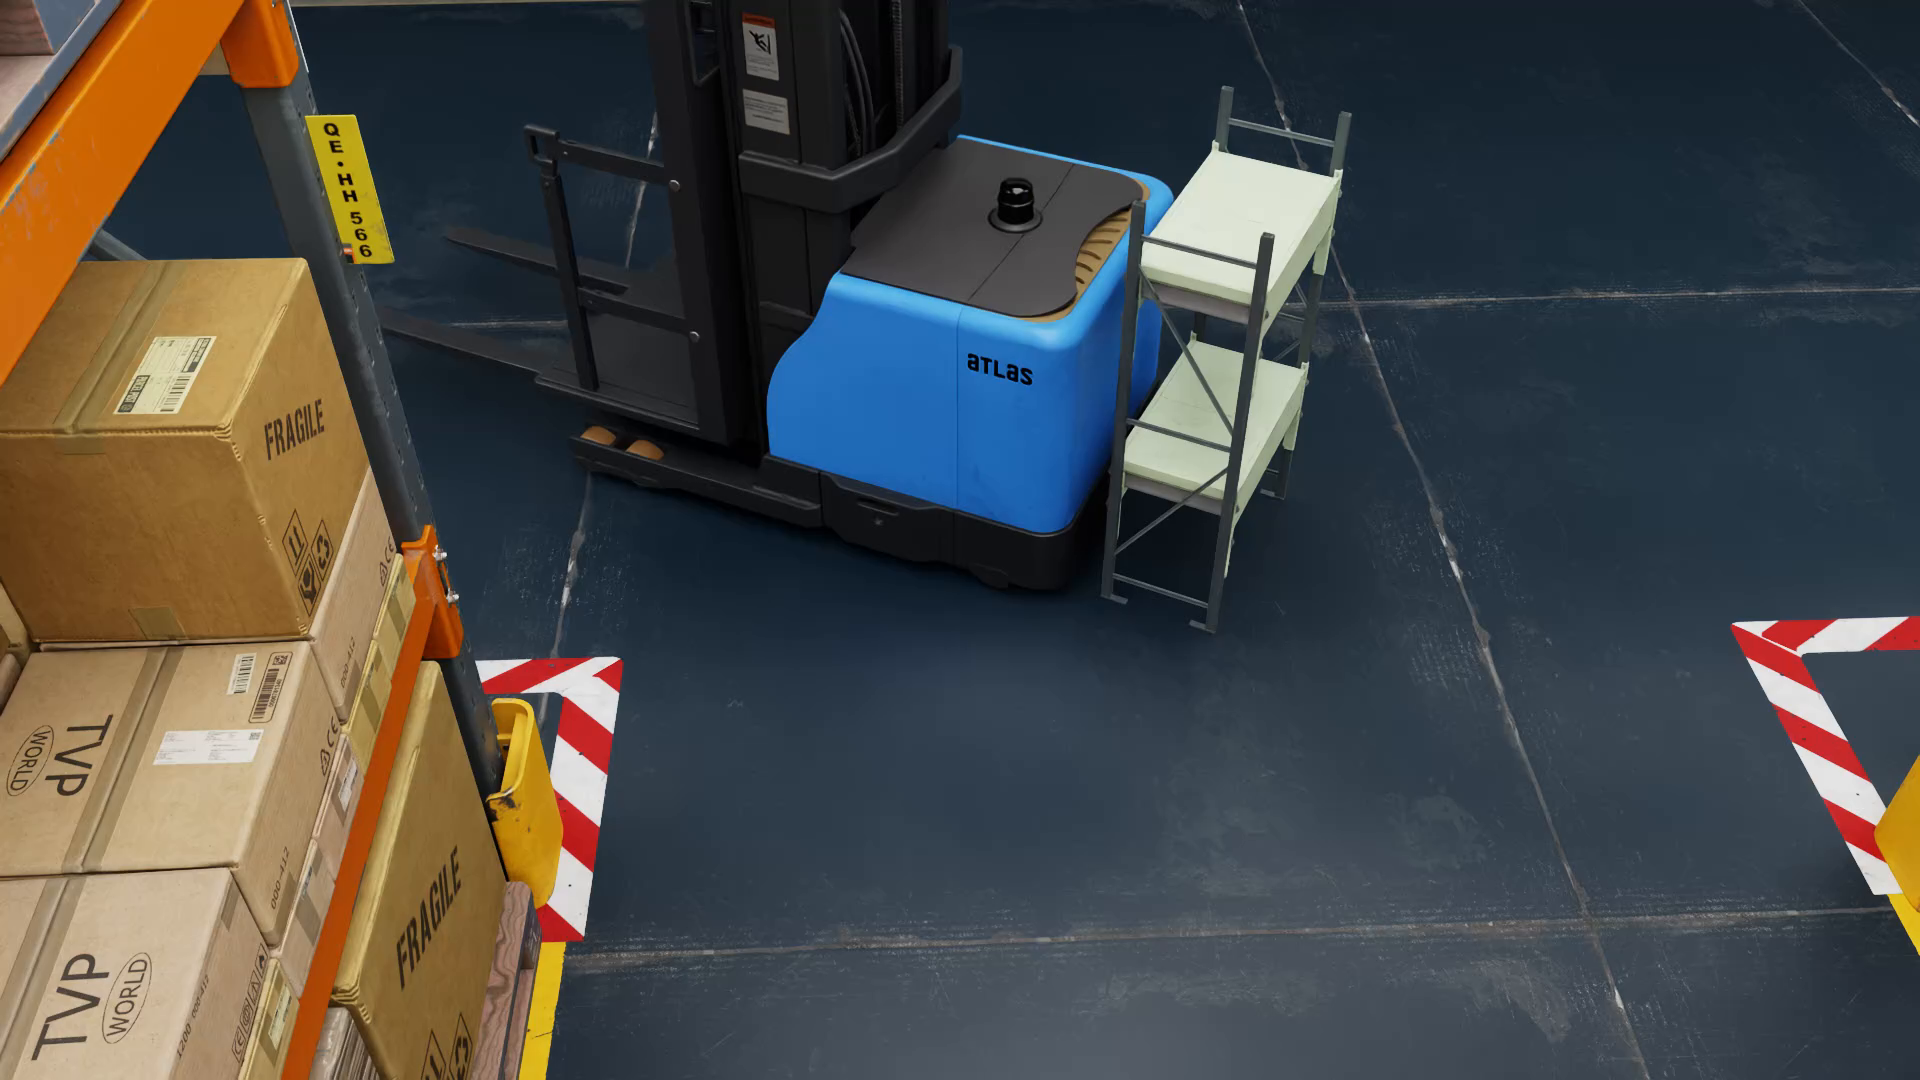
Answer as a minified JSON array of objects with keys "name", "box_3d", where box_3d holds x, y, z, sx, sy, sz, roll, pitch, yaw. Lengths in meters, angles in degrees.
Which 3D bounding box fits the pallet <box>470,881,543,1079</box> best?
[{"name":"pallet","box_3d":[-1.619,1.408,4.057,1.003,0.211,1.213,-2,43,-2]}]

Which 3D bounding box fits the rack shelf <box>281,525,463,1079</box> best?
[{"name":"rack shelf","box_3d":[-1.646,1.458,2.472,1.077,0.370,4.000,-2,43,-2]}]

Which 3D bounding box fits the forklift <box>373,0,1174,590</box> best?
[{"name":"forklift","box_3d":[-0.846,-1.578,5.303,3.031,2.935,1.130,17,45,17]}]

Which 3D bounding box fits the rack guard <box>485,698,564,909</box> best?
[{"name":"rack guard","box_3d":[-1.732,0.748,4.564,1.175,0.500,0.348,-2,43,-2]}]

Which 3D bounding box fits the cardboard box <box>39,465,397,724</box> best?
[{"name":"cardboard box","box_3d":[-1.445,0.108,3.303,0.500,0.250,0.500,-2,43,-2]}]

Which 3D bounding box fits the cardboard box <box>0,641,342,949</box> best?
[{"name":"cardboard box","box_3d":[-1.424,0.451,2.929,0.500,0.250,0.500,-2,43,-3]}]

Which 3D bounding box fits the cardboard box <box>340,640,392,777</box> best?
[{"name":"cardboard box","box_3d":[-1.374,0.342,3.343,0.380,0.149,0.250,-1,43,-1]}]

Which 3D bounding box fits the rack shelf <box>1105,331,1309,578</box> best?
[{"name":"rack shelf","box_3d":[0.812,-0.293,5.443,0.431,0.370,0.720,18,46,19]}]

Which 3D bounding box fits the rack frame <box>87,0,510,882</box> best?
[{"name":"rack frame","box_3d":[-1.731,-0.157,3.702,1.000,3.000,0.127,-2,43,-2]}]

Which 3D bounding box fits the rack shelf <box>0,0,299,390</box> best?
[{"name":"rack shelf","box_3d":[-1.646,0.353,1.458,1.077,0.370,4.000,-2,43,-2]}]

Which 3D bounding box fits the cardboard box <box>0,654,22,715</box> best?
[{"name":"cardboard box","box_3d":[-1.952,0.471,2.907,0.500,0.250,0.500,-2,43,-2]}]

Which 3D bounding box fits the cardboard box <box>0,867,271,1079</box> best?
[{"name":"cardboard box","box_3d":[-1.403,0.794,2.555,0.500,0.250,0.500,-3,43,-3]}]

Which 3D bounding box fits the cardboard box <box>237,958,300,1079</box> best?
[{"name":"cardboard box","box_3d":[-1.342,0.856,2.782,0.380,0.149,0.250,-3,43,-3]}]

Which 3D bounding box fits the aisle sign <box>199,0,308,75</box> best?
[{"name":"aisle sign","box_3d":[-1.434,-1.173,2.885,0.394,0.787,0.004,-2,43,-2]}]

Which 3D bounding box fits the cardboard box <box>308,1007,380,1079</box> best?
[{"name":"cardboard box","box_3d":[-1.585,1.515,3.138,0.875,0.875,0.875,-2,43,-2]}]

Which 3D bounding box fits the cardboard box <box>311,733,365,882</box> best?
[{"name":"cardboard box","box_3d":[-1.365,0.512,3.157,0.380,0.149,0.250,-2,43,-2]}]

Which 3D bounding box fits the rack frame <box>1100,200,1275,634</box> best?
[{"name":"rack frame","box_3d":[0.653,-0.311,4.979,0.400,1.500,0.023,18,46,19]}]

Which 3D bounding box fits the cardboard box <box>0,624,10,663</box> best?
[{"name":"cardboard box","box_3d":[-1.959,0.181,2.668,0.500,0.500,0.500,-3,43,-3]}]

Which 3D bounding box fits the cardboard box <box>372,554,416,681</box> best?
[{"name":"cardboard box","box_3d":[-1.387,0.166,3.534,0.380,0.149,0.250,-1,43,-1]}]

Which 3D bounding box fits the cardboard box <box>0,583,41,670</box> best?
[{"name":"cardboard box","box_3d":[-1.980,0.120,3.290,0.500,0.250,0.500,-3,43,-3]}]

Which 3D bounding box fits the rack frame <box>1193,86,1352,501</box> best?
[{"name":"rack frame","box_3d":[0.972,-0.756,5.465,0.400,1.500,0.023,18,46,19]}]

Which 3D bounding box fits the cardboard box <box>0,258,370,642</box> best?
[{"name":"cardboard box","box_3d":[-1.448,-0.167,3.048,0.500,0.500,0.500,-1,43,-1]}]

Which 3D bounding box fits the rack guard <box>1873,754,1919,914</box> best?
[{"name":"rack guard","box_3d":[3.232,0.742,4.571,1.175,0.500,0.348,-2,43,-2]}]

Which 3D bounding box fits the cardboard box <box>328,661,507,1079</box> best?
[{"name":"cardboard box","box_3d":[-1.624,0.901,3.809,0.875,0.875,0.875,-2,43,-2]}]

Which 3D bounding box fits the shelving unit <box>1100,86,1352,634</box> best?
[{"name":"shelving unit","box_3d":[0.812,-0.534,5.222,0.431,1.500,0.755,18,46,19]}]

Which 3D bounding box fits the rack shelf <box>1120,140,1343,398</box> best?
[{"name":"rack shelf","box_3d":[0.812,-0.821,4.959,0.431,0.370,0.720,18,46,19]}]

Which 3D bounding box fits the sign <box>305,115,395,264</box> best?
[{"name":"sign","box_3d":[-1.188,-0.677,3.237,0.100,0.325,0.005,-2,43,-2]}]

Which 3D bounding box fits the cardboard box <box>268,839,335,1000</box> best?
[{"name":"cardboard box","box_3d":[-1.355,0.681,2.973,0.380,0.149,0.250,-1,43,-1]}]
